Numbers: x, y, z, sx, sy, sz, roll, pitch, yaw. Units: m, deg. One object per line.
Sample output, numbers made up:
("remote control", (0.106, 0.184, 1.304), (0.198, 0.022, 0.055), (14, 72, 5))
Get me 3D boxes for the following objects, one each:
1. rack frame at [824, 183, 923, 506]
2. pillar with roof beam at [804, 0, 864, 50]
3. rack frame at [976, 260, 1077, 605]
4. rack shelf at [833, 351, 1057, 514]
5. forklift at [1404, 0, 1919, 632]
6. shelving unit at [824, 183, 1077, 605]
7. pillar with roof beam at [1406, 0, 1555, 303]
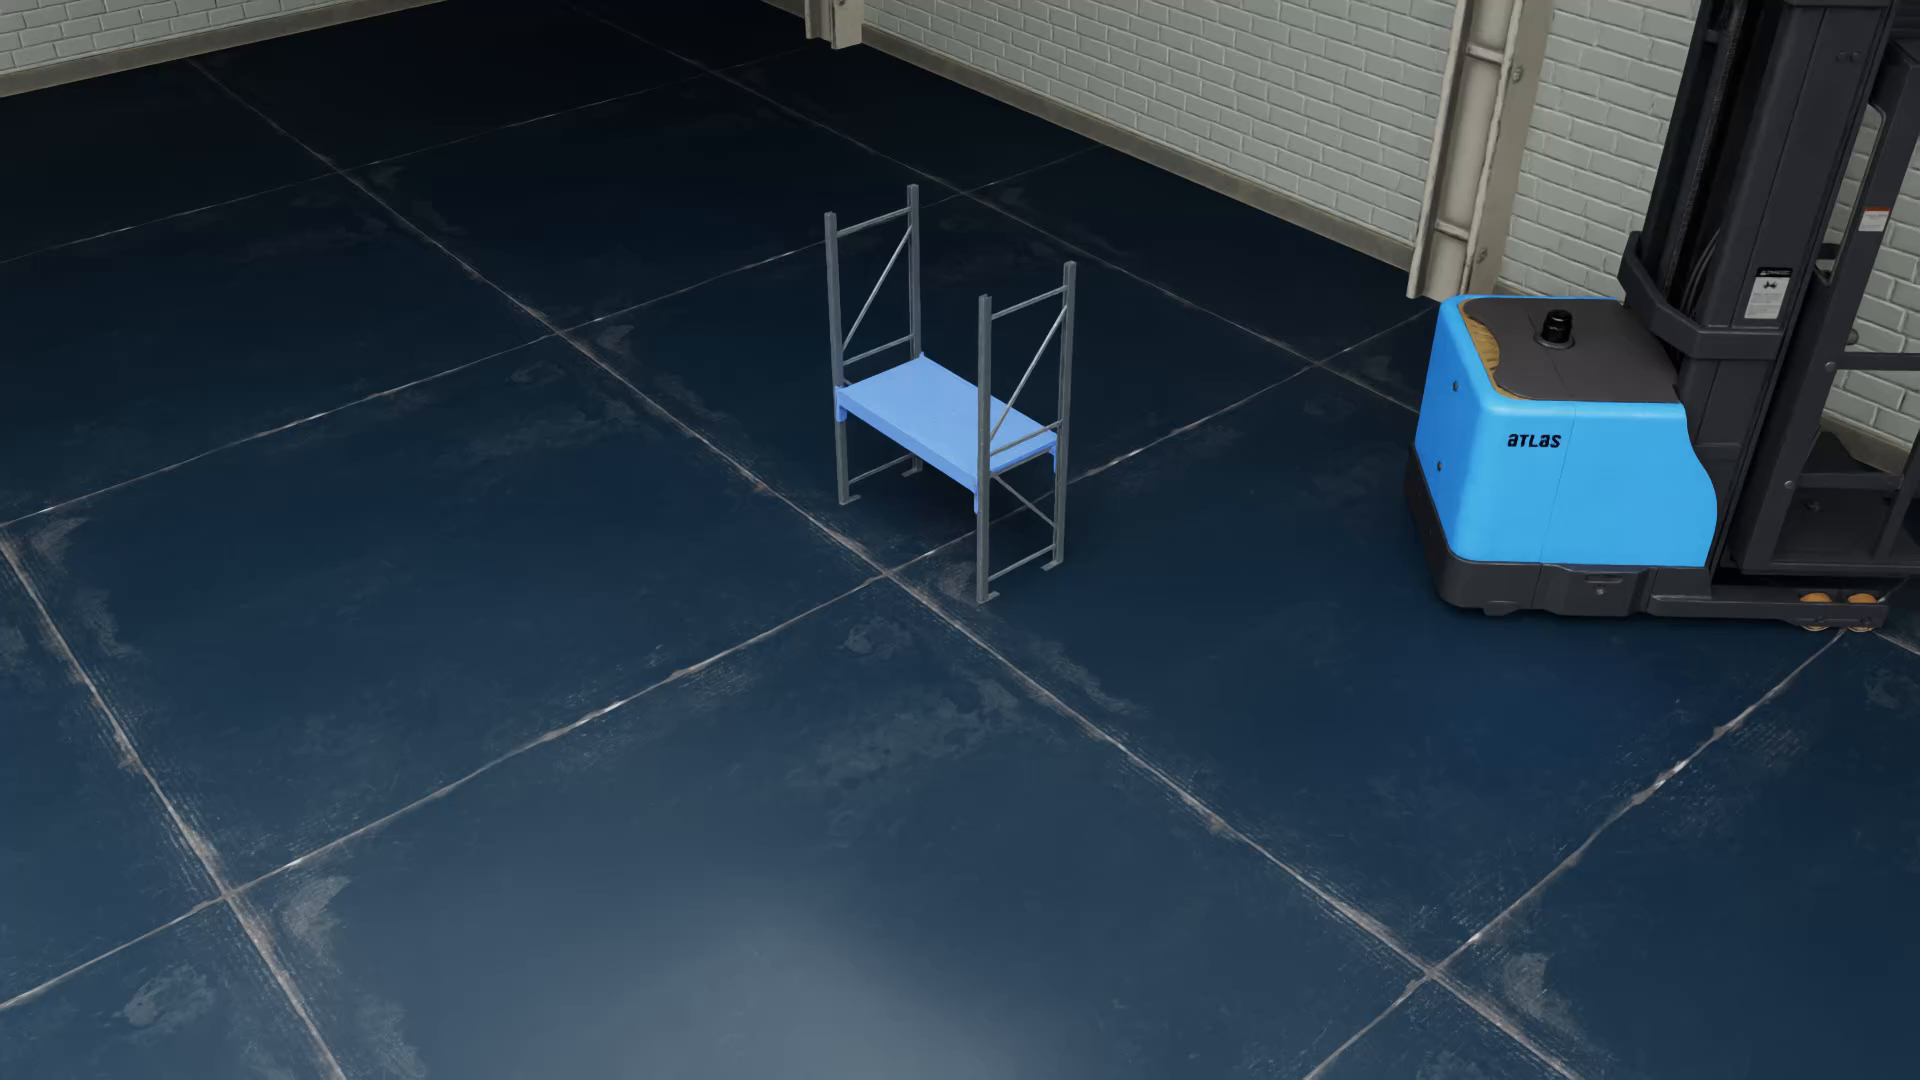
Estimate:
("rack frame", (-0.383, -0.874, 7.687), (0.500, 1.500, 0.032), (-26, 43, -32))
("pillar with roof beam", (-4.298, -6.122, 8.607), (9.100, 9.000, 0.400), (-26, 43, -32))
("rack frame", (0.273, -0.425, 7.053), (0.500, 1.500, 0.032), (-26, 43, -32))
("rack shelf", (-0.055, -0.503, 7.474), (0.538, 0.185, 1.000), (-26, 43, -32))
("forklift", (3.628, -1.114, 6.786), (3.031, 2.935, 1.130), (1, 35, 2))
("shelving unit", (-0.055, -0.650, 7.370), (0.538, 1.500, 1.048), (-26, 43, -32))
("pillar with roof beam", (-0.426, -3.472, 4.867), (9.100, 9.000, 0.400), (-26, 43, -32))
